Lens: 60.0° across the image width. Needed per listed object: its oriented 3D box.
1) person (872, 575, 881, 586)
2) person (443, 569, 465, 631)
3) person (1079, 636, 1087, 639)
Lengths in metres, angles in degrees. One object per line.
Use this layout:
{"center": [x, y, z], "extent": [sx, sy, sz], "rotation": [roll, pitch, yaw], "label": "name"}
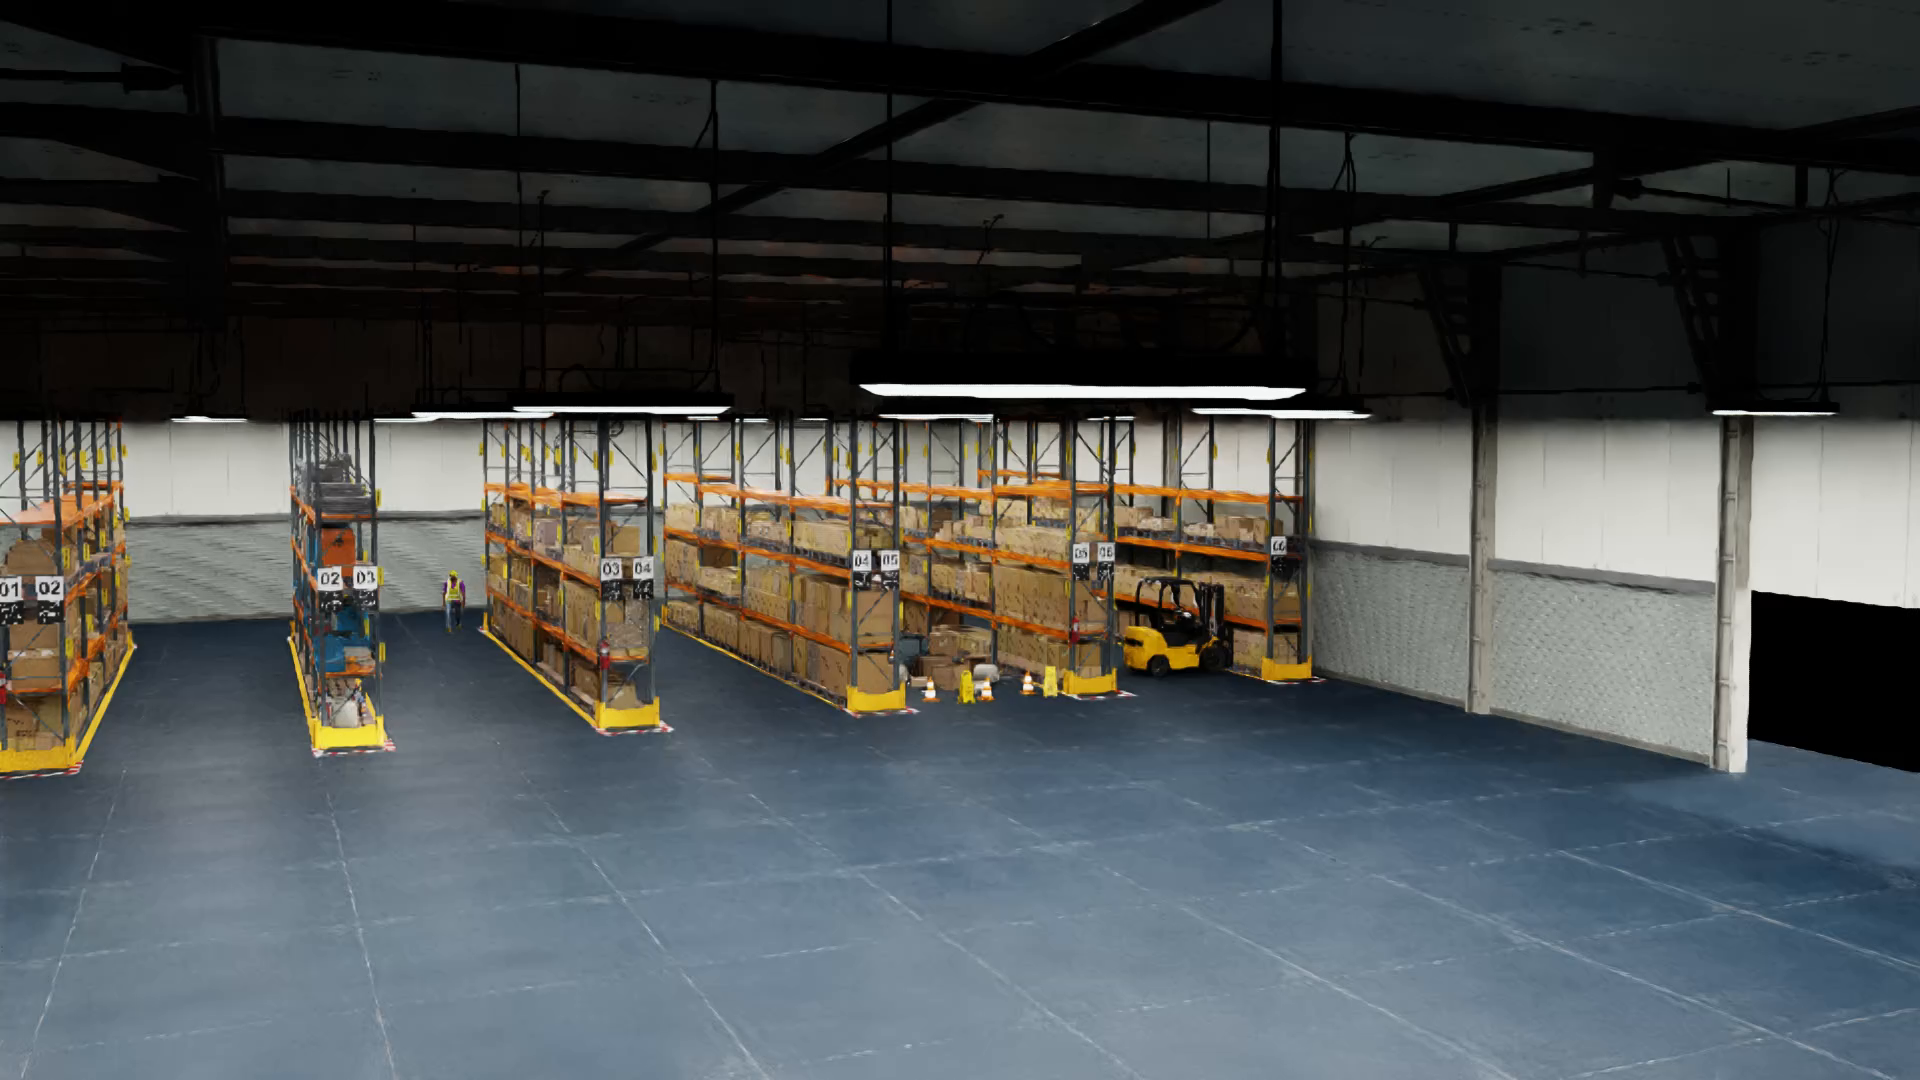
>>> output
{"center": [-2.199, 1.792, 43.326], "extent": [0.581, 1.768, 0.640], "rotation": [0, 4, -2], "label": "person"}
{"center": [-13.992, 1.649, 45.977], "extent": [0.605, 1.685, 1.096], "rotation": [-1, 4, -15], "label": "person"}
{"center": [2.807, 2.131, 39.297], "extent": [0.554, 1.659, 0.599], "rotation": [1, 4, 9], "label": "person"}
